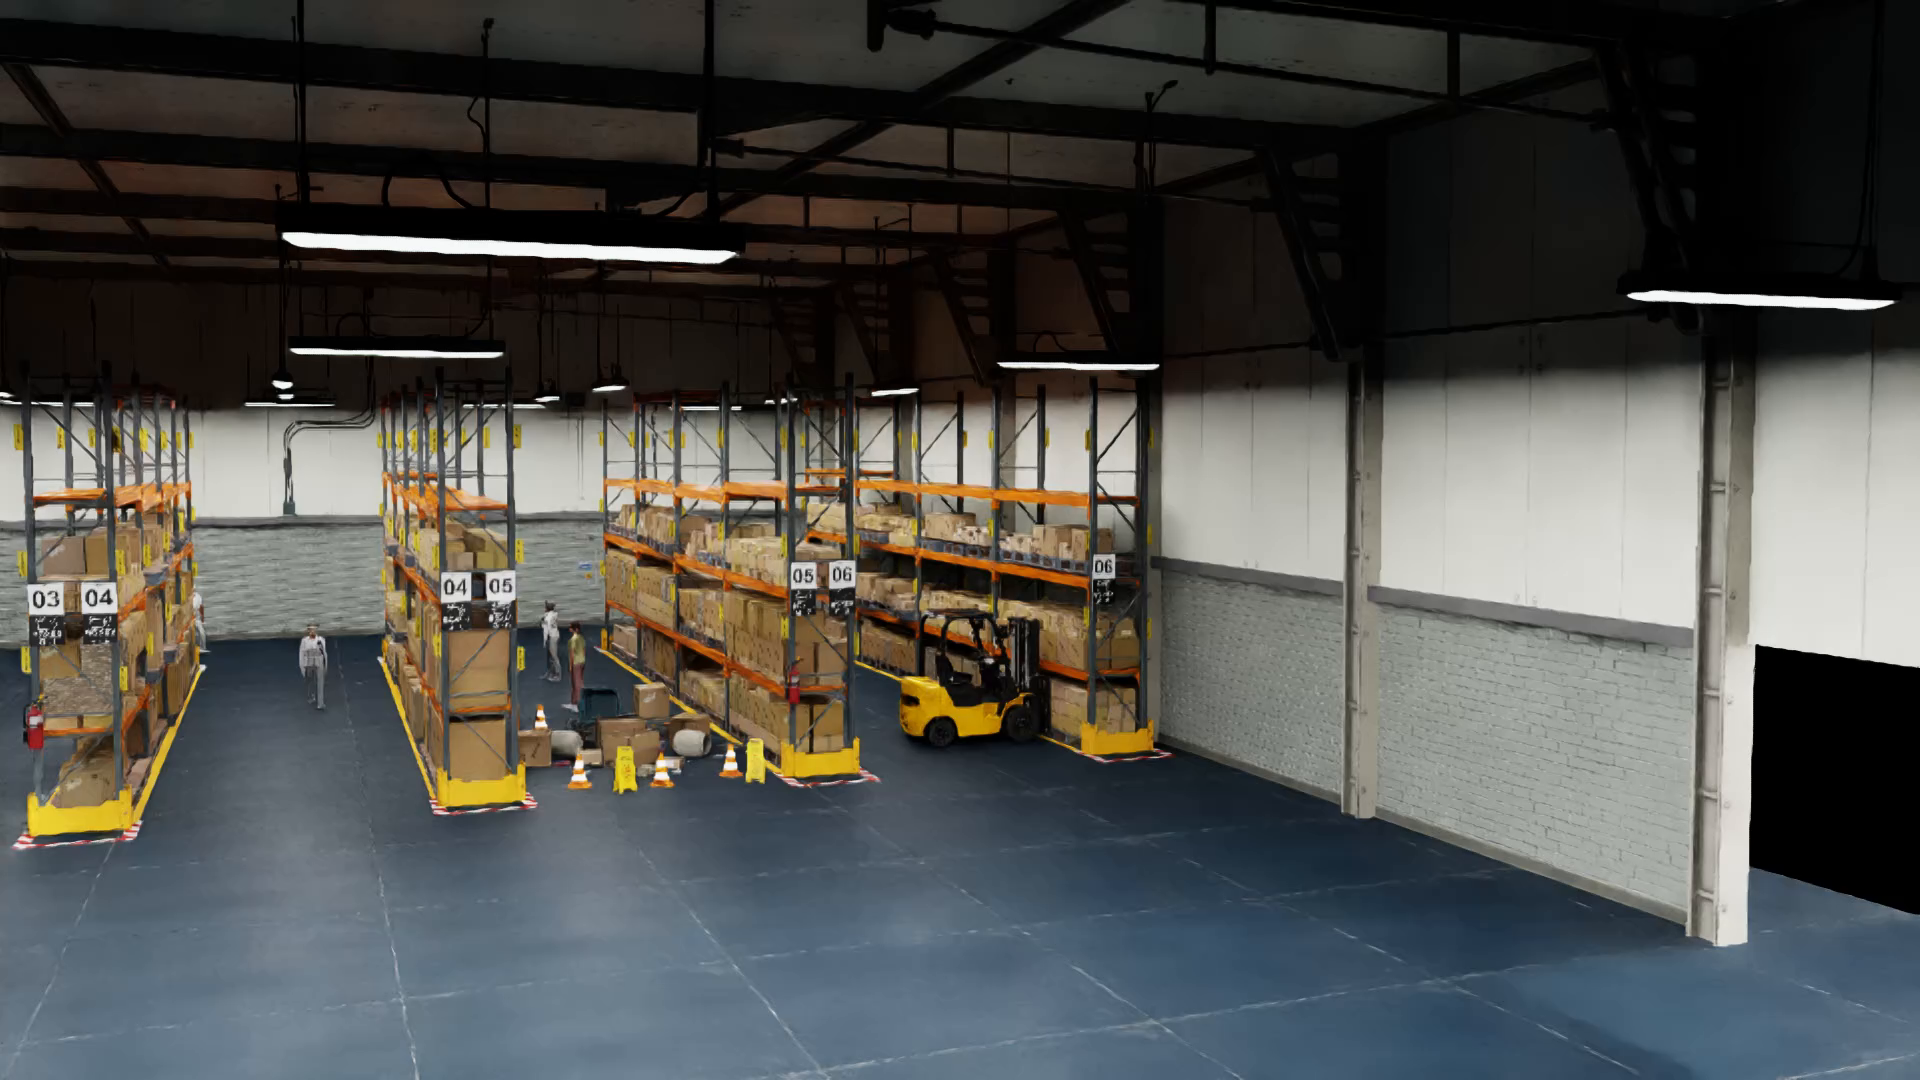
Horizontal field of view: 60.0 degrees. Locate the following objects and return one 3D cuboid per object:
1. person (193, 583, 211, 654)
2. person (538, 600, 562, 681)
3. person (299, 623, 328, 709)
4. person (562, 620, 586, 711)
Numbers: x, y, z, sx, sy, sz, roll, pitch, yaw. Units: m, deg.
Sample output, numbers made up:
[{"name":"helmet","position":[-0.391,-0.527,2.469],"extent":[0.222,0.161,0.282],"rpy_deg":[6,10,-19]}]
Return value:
[{"name":"person","position":[-17.895,1.820,38.639],"extent":[0.709,1.699,0.797],"rpy_deg":[-3,5,-41]},{"name":"person","position":[-8.528,2.077,34.564],"extent":[0.550,1.663,0.586],"rpy_deg":[0,3,3]},{"name":"person","position":[-12.070,2.322,31.030],"extent":[0.495,1.589,1.086],"rpy_deg":[-1,4,-20]},{"name":"person","position":[-7.121,2.303,30.718],"extent":[0.569,1.668,0.559],"rpy_deg":[0,3,7]}]
